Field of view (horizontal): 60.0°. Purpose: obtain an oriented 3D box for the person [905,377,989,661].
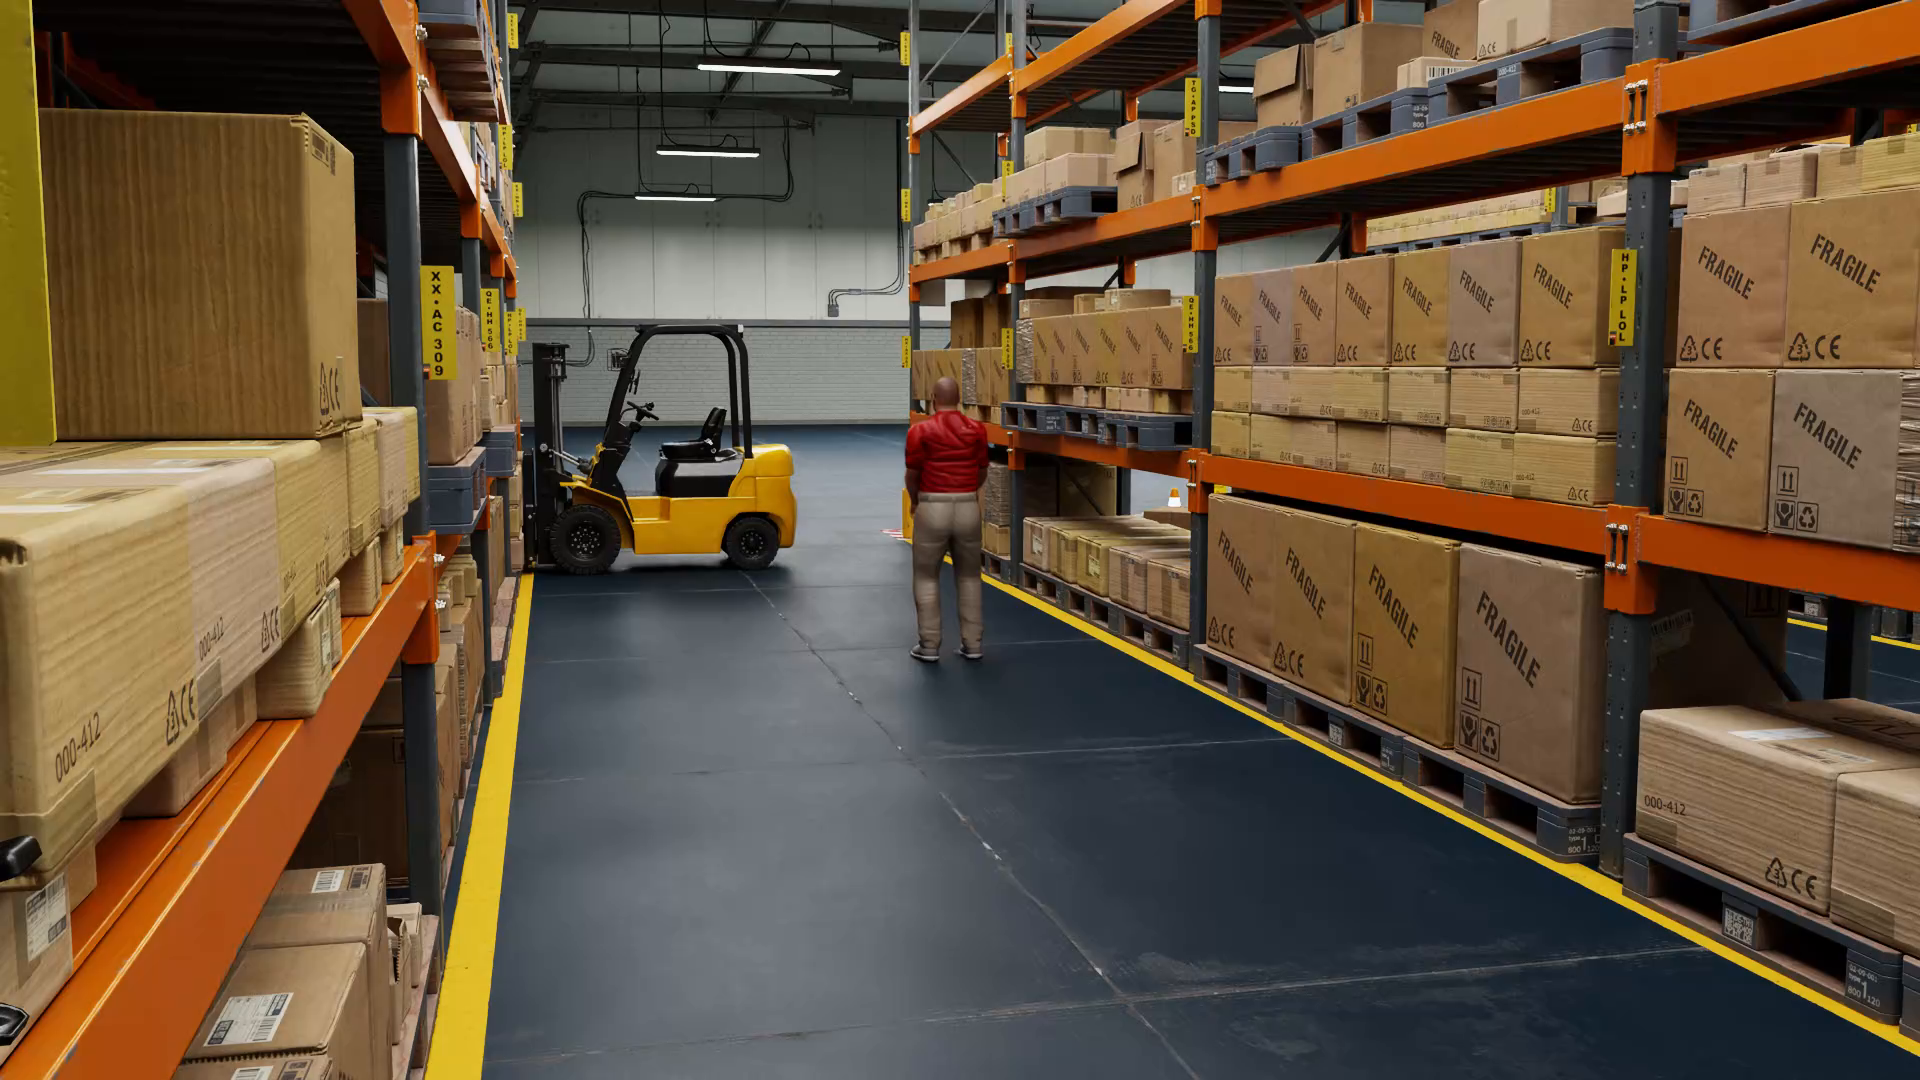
[{"bbox_3d":[-0.100,-0.134,10.256,0.524,1.730,0.507,-2,6,-14],"label":"person"}]
